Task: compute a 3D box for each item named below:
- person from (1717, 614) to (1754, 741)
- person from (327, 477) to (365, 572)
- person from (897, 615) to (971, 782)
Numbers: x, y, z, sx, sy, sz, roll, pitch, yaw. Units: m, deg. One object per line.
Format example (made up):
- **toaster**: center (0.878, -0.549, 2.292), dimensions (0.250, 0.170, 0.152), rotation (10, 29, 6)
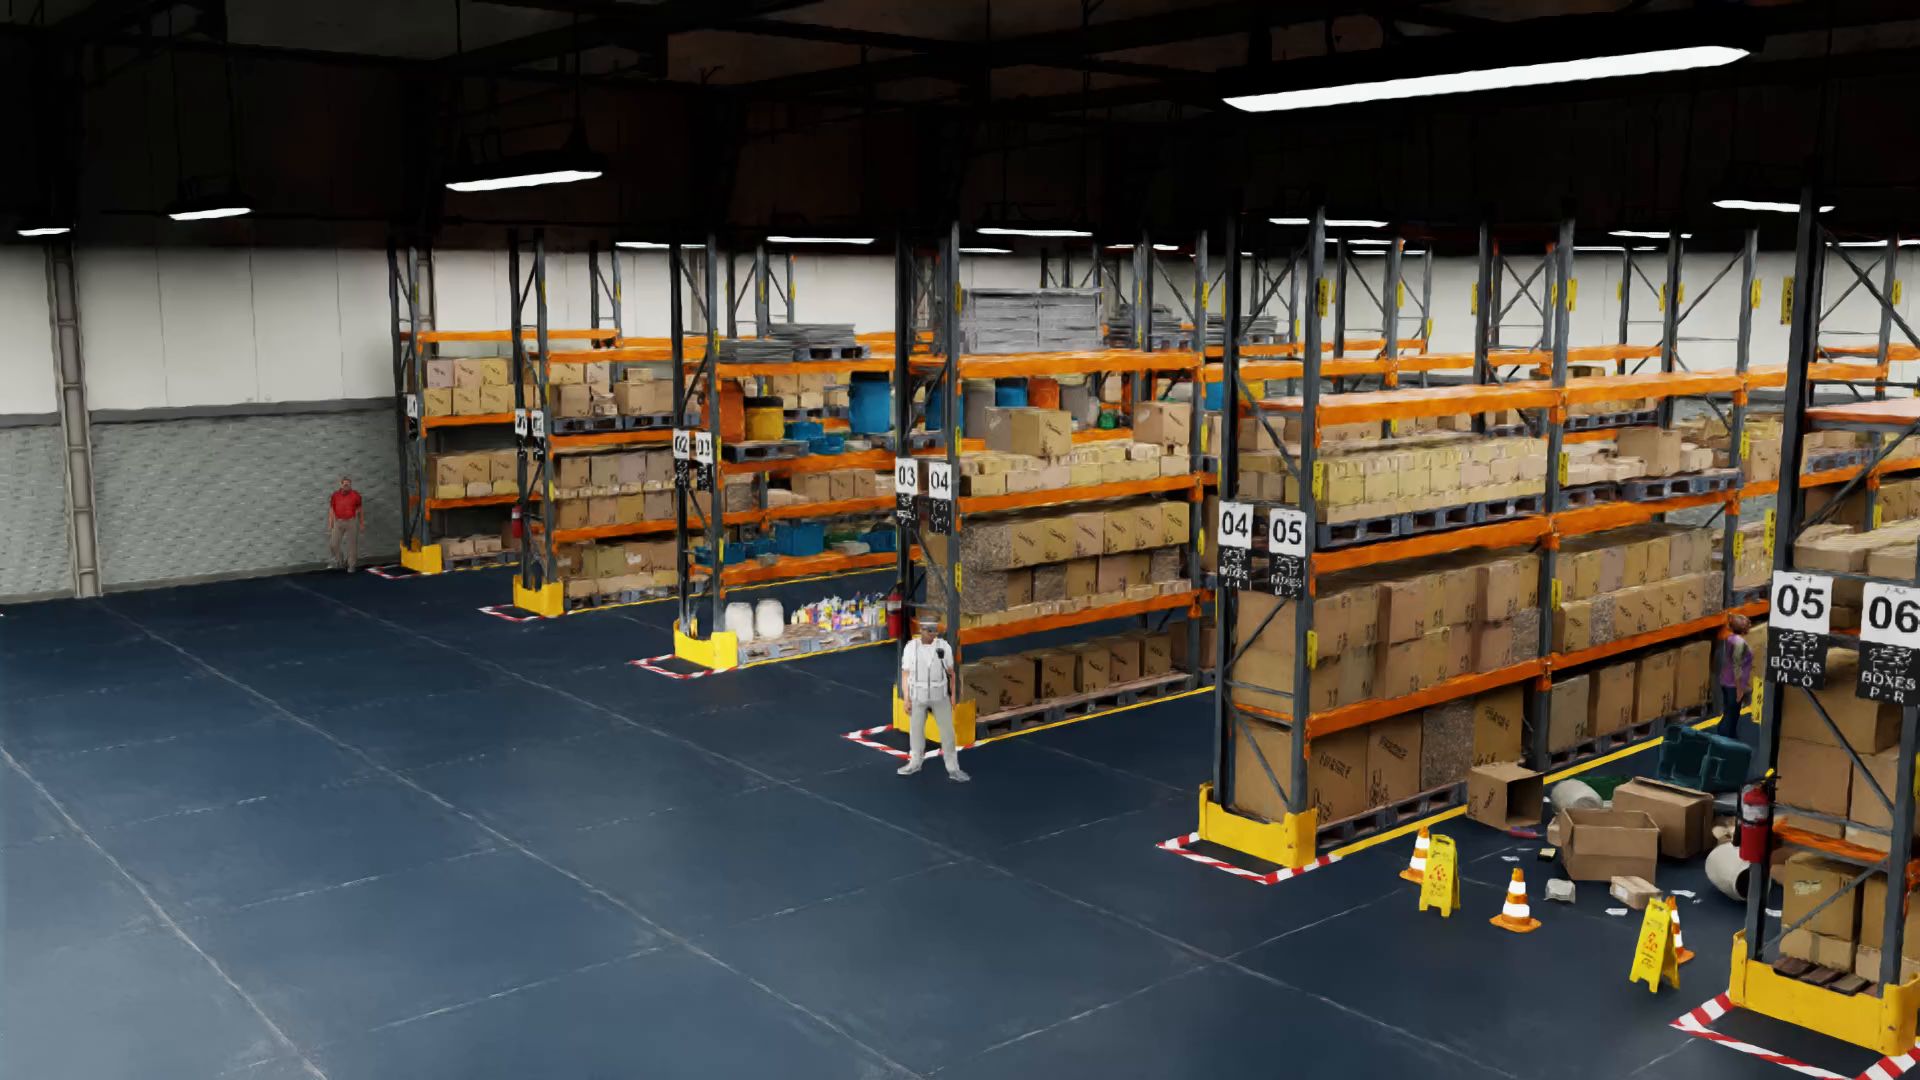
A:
- **person**: center (8.472, 1.595, 18.121), dimensions (0.399, 1.602, 0.469), rotation (3, 9, 19)
- **person**: center (-11.100, -0.288, 29.939), dimensions (0.712, 1.718, 0.499), rotation (-1, 9, -5)
- **person**: center (-0.283, 1.630, 17.392), dimensions (0.769, 1.753, 0.585), rotation (0, 9, -3)
